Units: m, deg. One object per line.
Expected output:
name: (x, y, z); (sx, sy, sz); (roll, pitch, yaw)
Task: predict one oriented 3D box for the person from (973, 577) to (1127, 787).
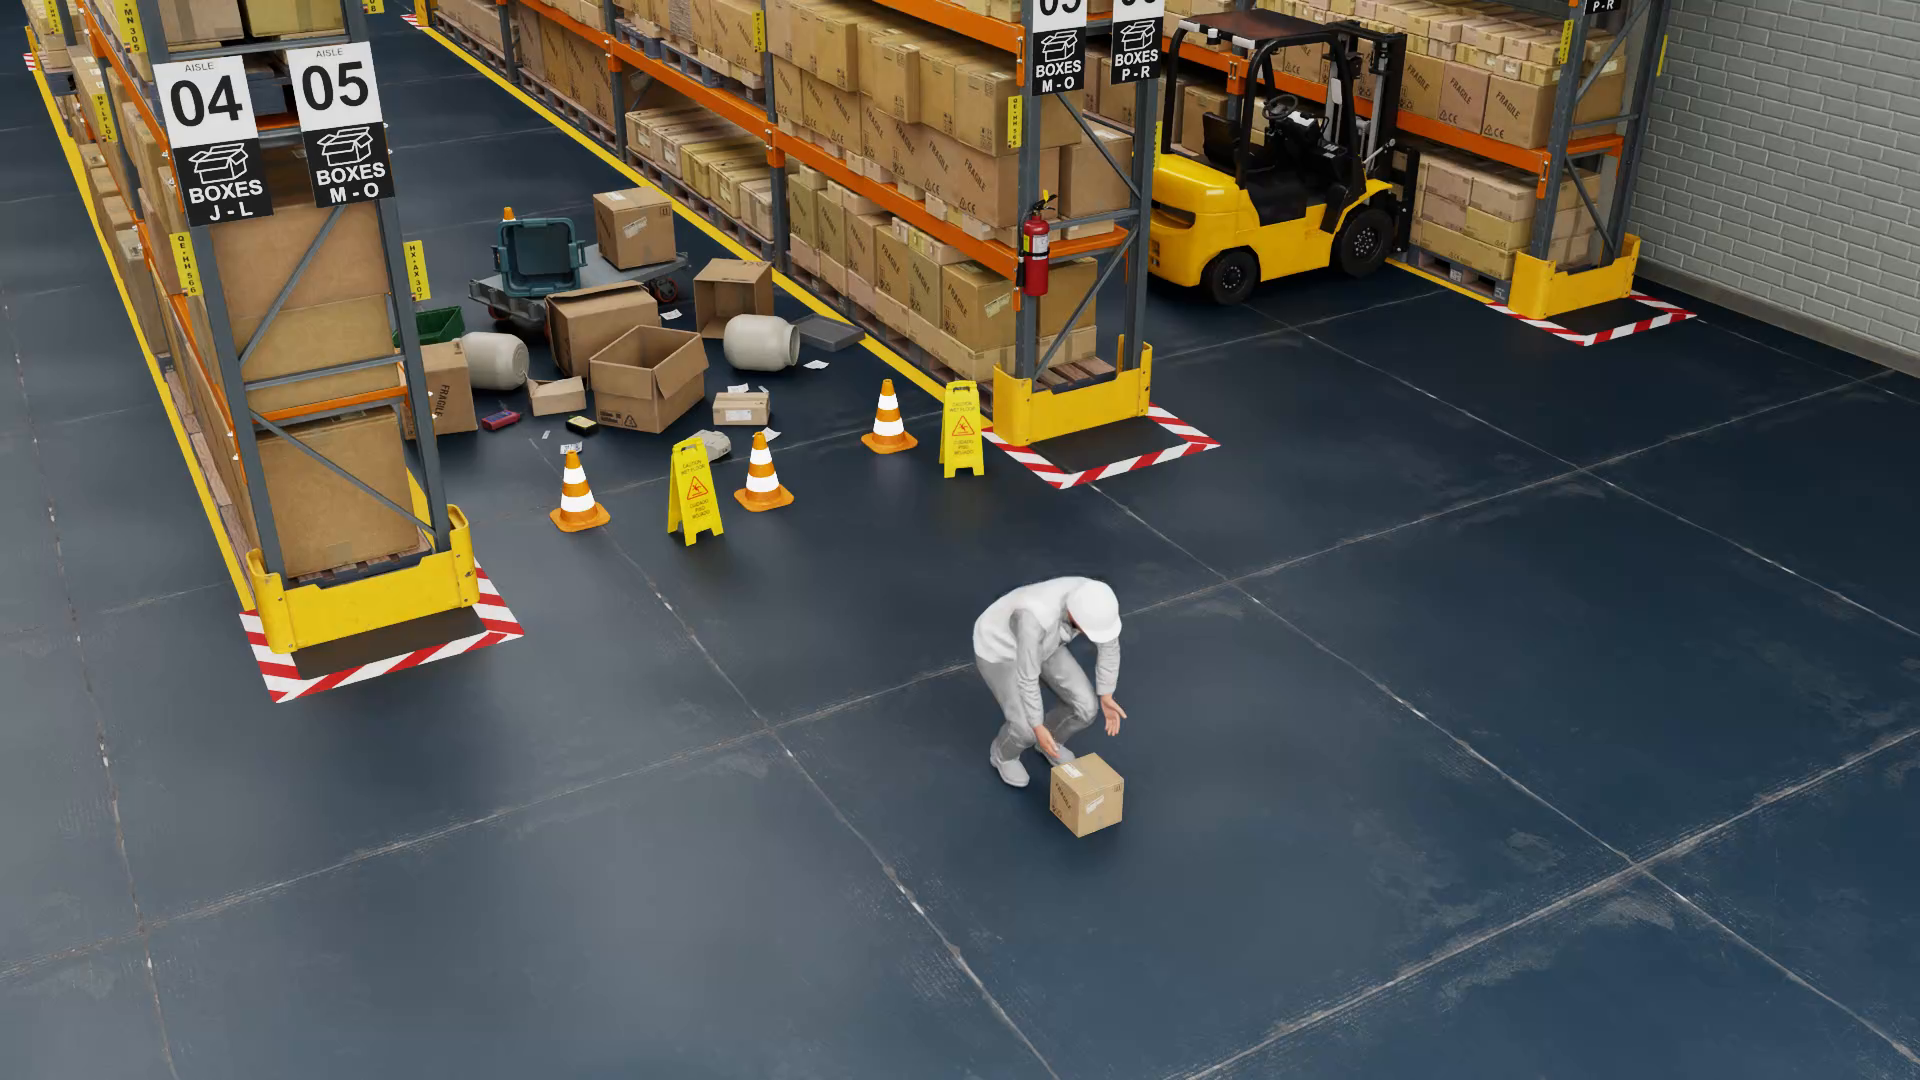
person: (0.443, 0.612, 7.981); (0.578, 1.240, 0.842); (-16, 33, -26)
